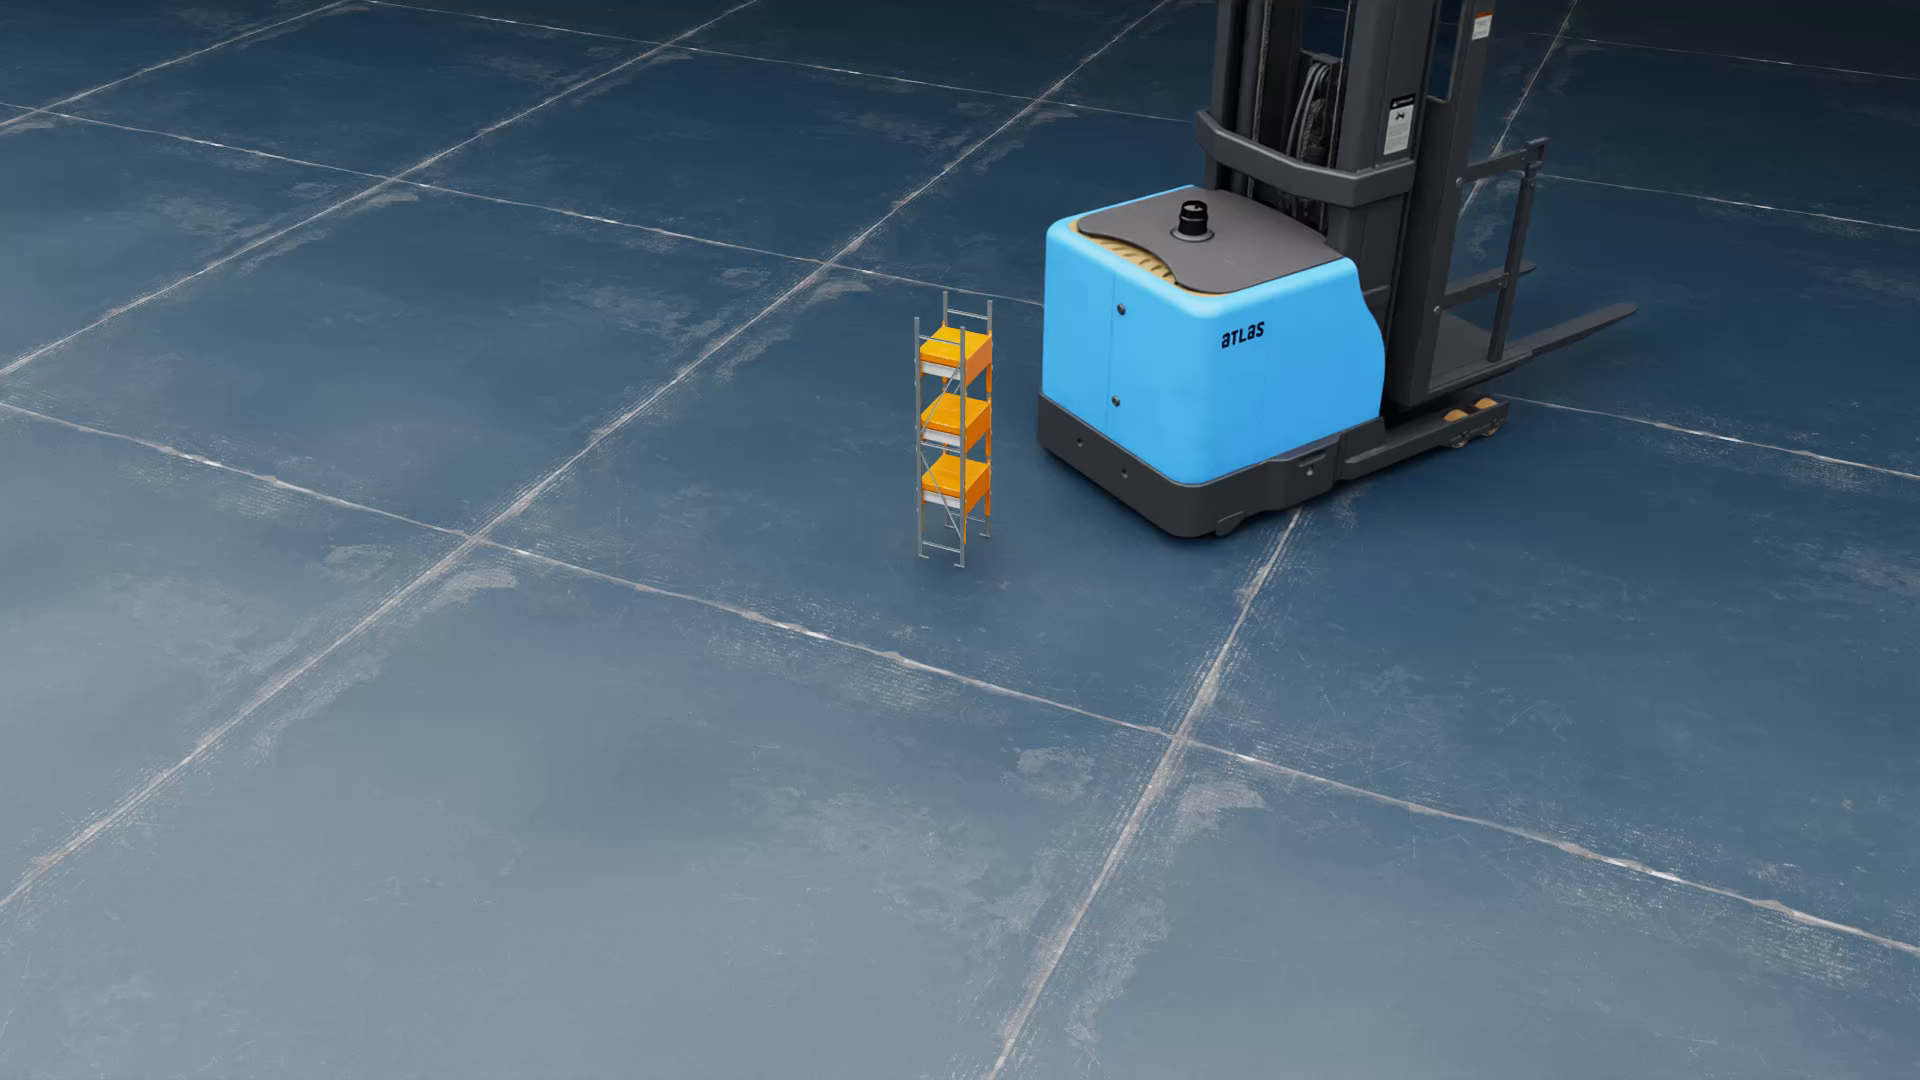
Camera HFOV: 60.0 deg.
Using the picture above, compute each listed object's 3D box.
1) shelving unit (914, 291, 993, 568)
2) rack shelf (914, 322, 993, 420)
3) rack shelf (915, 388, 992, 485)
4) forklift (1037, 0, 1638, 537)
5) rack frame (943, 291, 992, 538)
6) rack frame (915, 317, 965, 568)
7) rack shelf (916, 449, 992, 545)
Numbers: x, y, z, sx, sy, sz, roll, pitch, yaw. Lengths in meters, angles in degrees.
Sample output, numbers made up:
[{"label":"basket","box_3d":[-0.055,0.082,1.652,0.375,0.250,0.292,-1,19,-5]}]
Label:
[{"label":"shelving unit","box_3d":[-0.022,-0.412,6.421,0.215,1.050,0.252,14,36,20]},{"label":"rack shelf","box_3d":[-0.022,-0.641,6.272,0.215,0.259,0.240,14,36,20]},{"label":"rack shelf","box_3d":[-0.022,-0.404,6.427,0.215,0.259,0.240,14,36,20]},{"label":"forklift","box_3d":[1.846,-1.854,6.904,3.031,2.935,1.130,-20,38,-28]},{"label":"rack frame","box_3d":[0.029,-0.473,6.514,0.200,1.050,0.008,14,36,20]},{"label":"rack frame","box_3d":[-0.073,-0.352,6.329,0.200,1.050,0.008,14,36,20]},{"label":"rack shelf","box_3d":[-0.022,-0.171,6.580,0.215,0.259,0.240,14,36,20]}]
